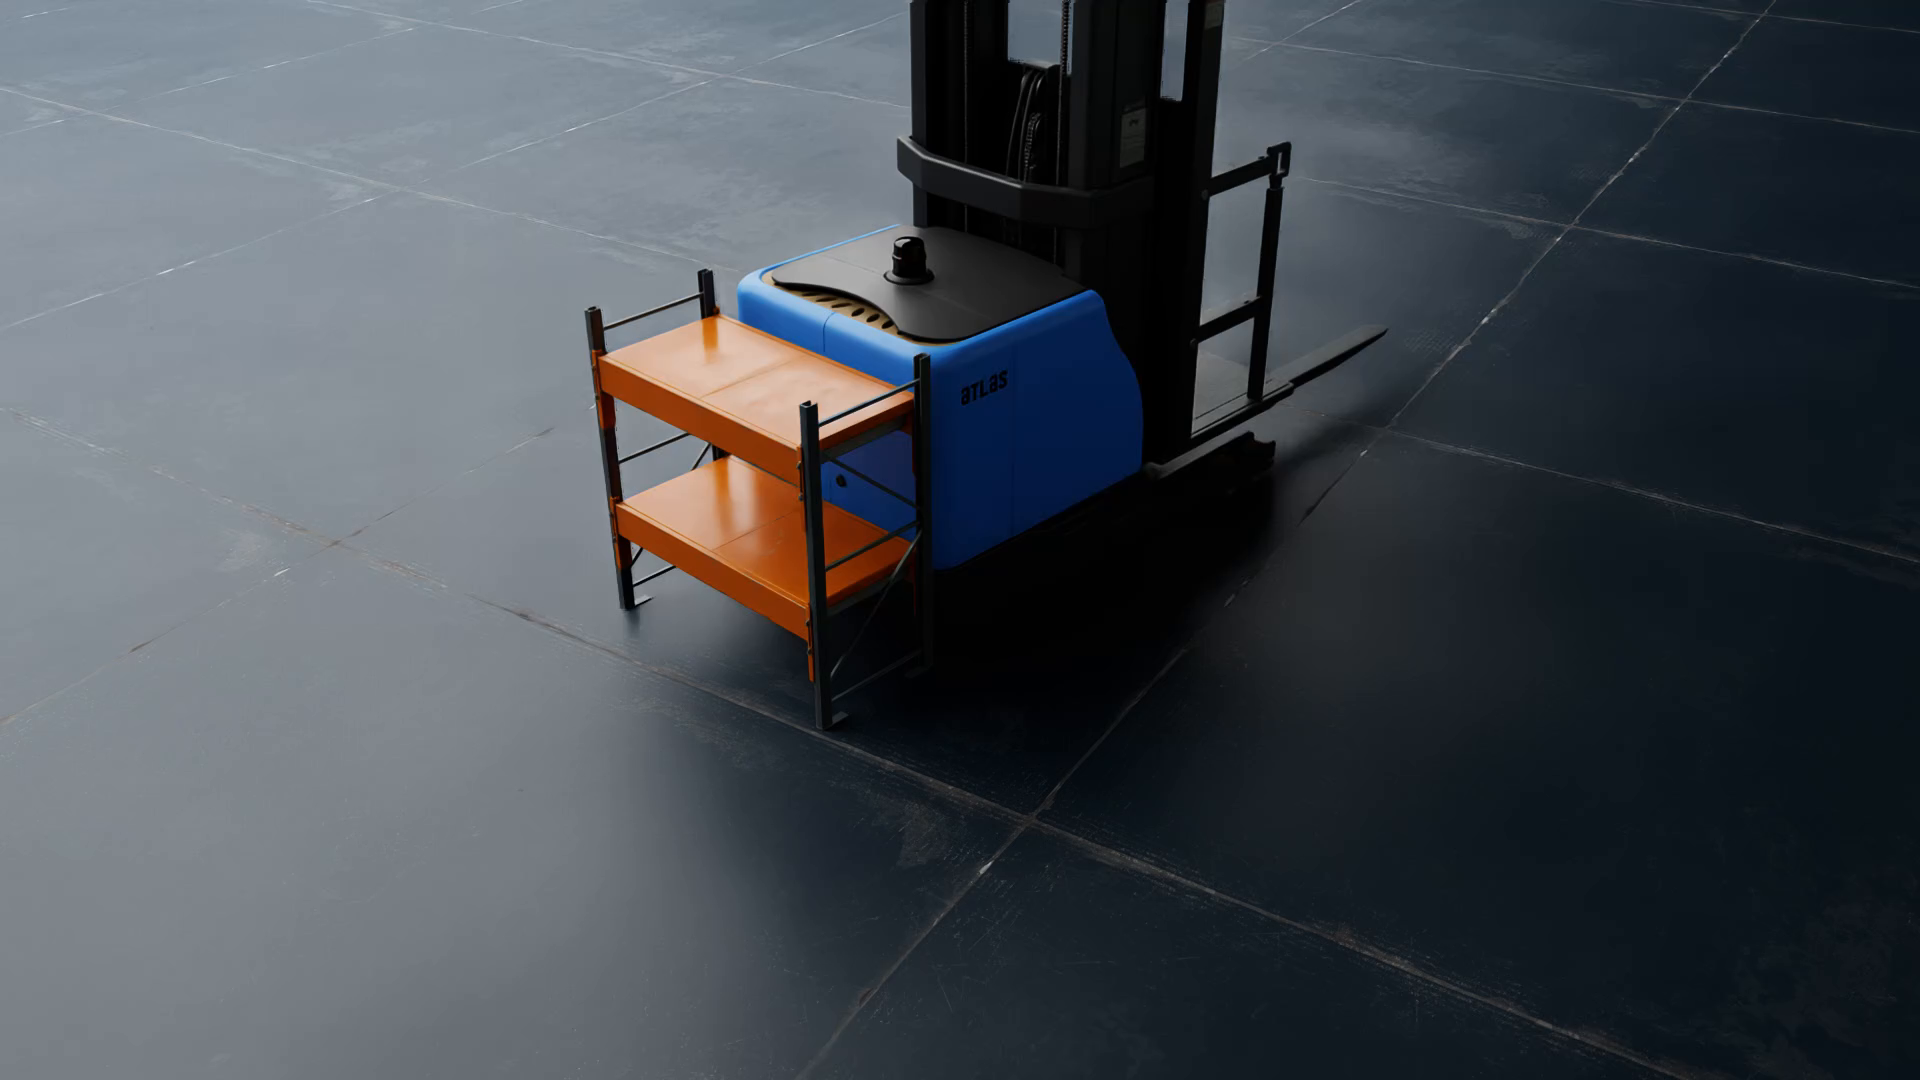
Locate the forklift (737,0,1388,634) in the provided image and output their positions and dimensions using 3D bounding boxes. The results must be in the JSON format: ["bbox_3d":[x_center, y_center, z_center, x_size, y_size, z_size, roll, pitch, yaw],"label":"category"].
[{"bbox_3d":[0.614,-1.596,6.077,1.130,2.935,3.031,26,39,37],"label":"forklift"}]

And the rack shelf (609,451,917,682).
[{"bbox_3d":[-0.640,0.055,5.525,1.000,0.278,0.538,25,39,36],"label":"rack shelf"}]

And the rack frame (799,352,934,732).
[{"bbox_3d":[-0.270,0.019,5.101,0.032,1.125,0.500,25,39,36],"label":"rack frame"}]

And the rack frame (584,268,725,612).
[{"bbox_3d":[-1.010,-0.332,5.703,0.032,1.125,0.500,25,39,36],"label":"rack frame"}]

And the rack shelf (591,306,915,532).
[{"bbox_3d":[-0.640,-0.409,5.254,1.000,0.278,0.538,25,39,36],"label":"rack shelf"}]

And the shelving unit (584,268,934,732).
[{"bbox_3d":[-0.640,-0.156,5.402,1.048,1.125,0.538,25,39,36],"label":"shelving unit"}]
